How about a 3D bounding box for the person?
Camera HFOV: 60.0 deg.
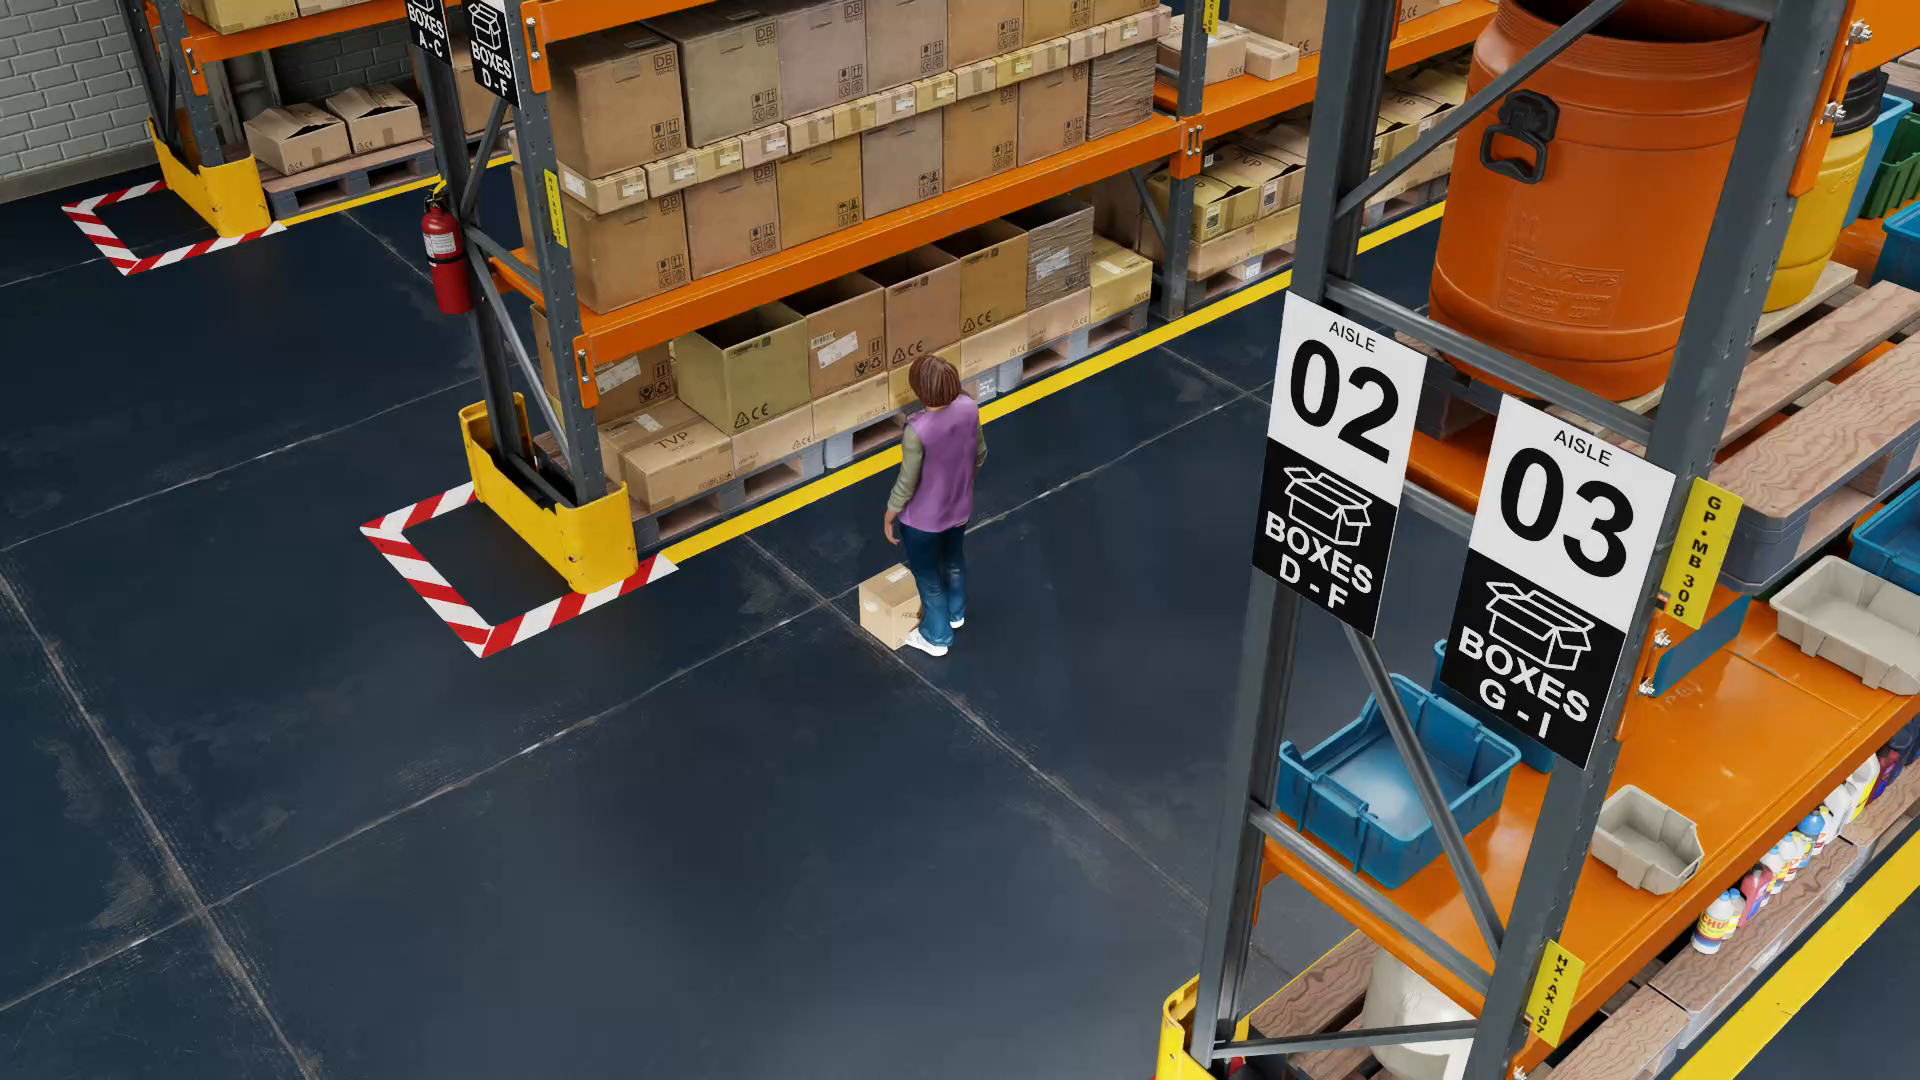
[{"bbox_3d":[-0.150,-0.167,7.294,0.521,1.599,0.472,-27,44,-31],"label":"person"}]
